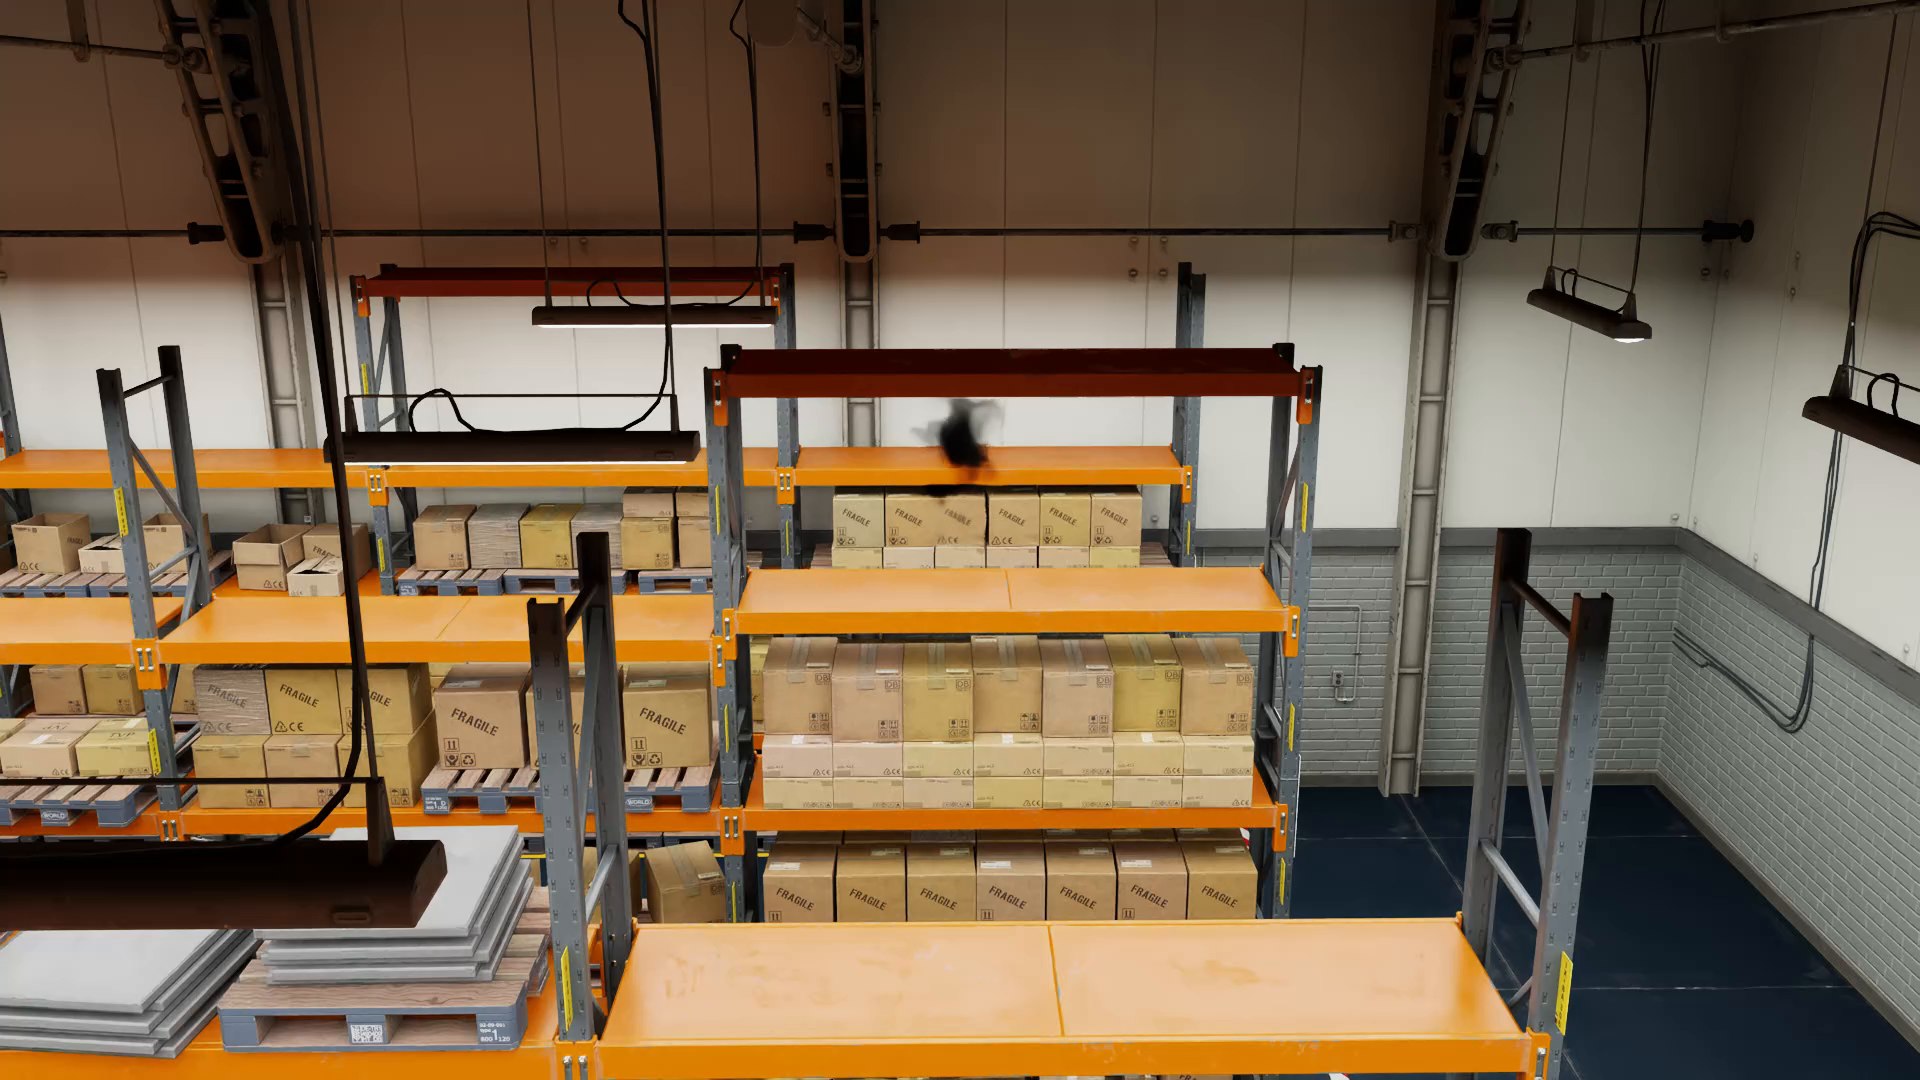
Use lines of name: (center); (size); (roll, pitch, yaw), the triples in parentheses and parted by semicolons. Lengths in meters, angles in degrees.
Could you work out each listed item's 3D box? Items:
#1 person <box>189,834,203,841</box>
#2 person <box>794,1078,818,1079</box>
person: (-6.783, 3.206, 14.678); (0.690, 1.636, 0.522); (-1, 16, -4)
person: (-0.973, 4.267, 10.868); (0.775, 1.721, 0.547); (-3, 16, -10)
